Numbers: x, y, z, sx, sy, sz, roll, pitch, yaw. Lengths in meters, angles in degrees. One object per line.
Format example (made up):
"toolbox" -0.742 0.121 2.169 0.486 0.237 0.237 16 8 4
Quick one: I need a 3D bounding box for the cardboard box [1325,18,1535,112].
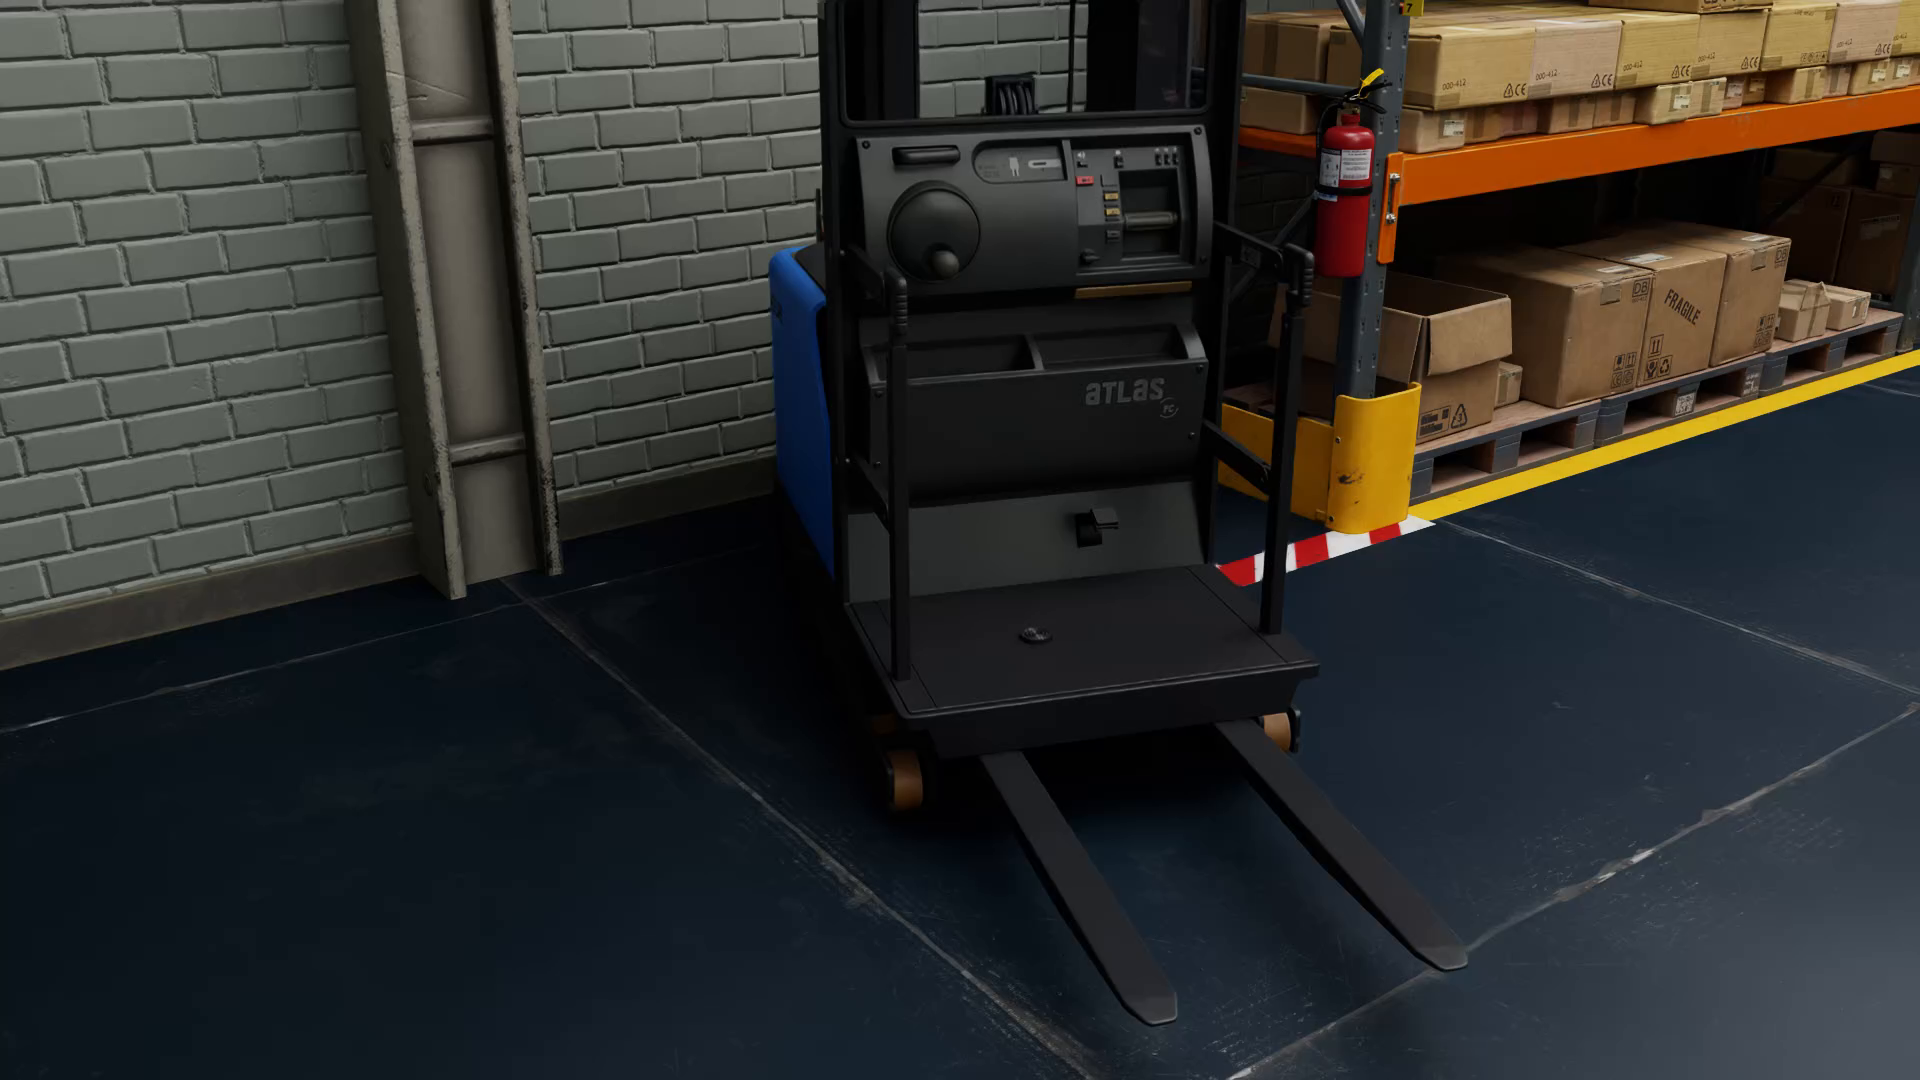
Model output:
"cardboard box" 1.654 -1.685 5.872 0.500 0.250 0.500 -15 26 -33

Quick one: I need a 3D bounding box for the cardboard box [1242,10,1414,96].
"cardboard box" 1.347 -1.847 6.279 0.500 0.250 0.500 -14 26 -31

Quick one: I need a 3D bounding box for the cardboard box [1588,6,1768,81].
"cardboard box" 2.876 -2.022 6.717 0.500 0.250 0.500 -16 27 -34

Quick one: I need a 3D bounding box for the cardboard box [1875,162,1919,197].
"cardboard box" 4.822 -1.798 8.285 0.250 0.149 0.380 -14 25 -30

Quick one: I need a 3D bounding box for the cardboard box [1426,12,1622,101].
"cardboard box" 2.063 -1.794 6.146 0.500 0.250 0.500 -15 26 -32

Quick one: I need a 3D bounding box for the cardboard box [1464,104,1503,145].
"cardboard box" 1.735 -1.540 6.047 0.250 0.149 0.380 -14 26 -32

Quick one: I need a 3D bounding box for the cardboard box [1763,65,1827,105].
"cardboard box" 3.449 -1.964 7.111 0.250 0.149 0.380 -15 26 -34

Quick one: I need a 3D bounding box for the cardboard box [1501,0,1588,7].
"cardboard box" 2.596 -2.177 7.106 0.500 0.250 0.500 -15 26 -33

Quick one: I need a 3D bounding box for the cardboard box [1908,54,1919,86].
"cardboard box" 4.264 -2.203 7.709 0.250 0.149 0.380 -15 26 -32

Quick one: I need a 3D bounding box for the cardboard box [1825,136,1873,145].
"cardboard box" 4.909 -2.080 8.993 0.250 0.149 0.380 -15 26 -32

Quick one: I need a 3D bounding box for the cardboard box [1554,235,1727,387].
"cardboard box" 2.885 -0.995 7.148 0.500 0.500 0.500 -14 26 -32

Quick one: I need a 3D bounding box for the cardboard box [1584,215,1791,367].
"cardboard box" 3.240 -1.135 7.500 0.500 0.500 0.700 -16 27 -35

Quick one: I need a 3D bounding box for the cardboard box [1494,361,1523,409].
"cardboard box" 2.048 -0.654 6.768 0.250 0.149 0.380 -16 27 -35

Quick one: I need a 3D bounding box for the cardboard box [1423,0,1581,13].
"cardboard box" 2.171 -2.064 6.823 0.500 0.250 0.500 -14 26 -31

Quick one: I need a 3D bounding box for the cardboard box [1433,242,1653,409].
"cardboard box" 2.397 -0.910 6.937 0.500 0.500 0.700 -14 26 -31

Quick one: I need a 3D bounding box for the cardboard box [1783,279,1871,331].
"cardboard box" 4.095 -1.127 7.953 0.250 0.149 0.380 -16 27 -34

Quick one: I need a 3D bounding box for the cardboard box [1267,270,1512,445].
"cardboard box" 1.680 -0.739 6.502 0.637 0.503 0.797 -16 27 -35

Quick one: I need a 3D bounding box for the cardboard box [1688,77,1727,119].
"cardboard box" 2.832 -1.798 6.694 0.250 0.149 0.380 -14 26 -32

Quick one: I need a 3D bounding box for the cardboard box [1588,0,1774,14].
"cardboard box" 2.872 -2.358 6.547 0.500 0.500 0.500 -14 26 -32

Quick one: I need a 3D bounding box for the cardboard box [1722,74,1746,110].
"cardboard box" 3.001 -1.875 6.886 0.250 0.149 0.380 -15 26 -33

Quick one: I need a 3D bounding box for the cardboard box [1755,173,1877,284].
"cardboard box" 4.601 -1.694 8.901 0.500 0.500 0.500 -15 26 -33

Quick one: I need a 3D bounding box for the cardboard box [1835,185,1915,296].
"cardboard box" 4.900 -1.536 8.504 0.500 0.500 0.500 -14 25 -31

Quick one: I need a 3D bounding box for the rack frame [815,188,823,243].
"rack frame" -0.452 -0.595 5.769 0.015 1.200 0.240 -6 23 -15

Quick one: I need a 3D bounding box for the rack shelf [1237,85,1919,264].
"rack shelf" 2.752 -1.698 7.075 4.000 0.370 1.077 -15 26 -33

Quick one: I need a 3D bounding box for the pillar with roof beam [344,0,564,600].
"pillar with roof beam" 0.928 -2.778 0.716 0.400 9.000 9.100 -15 26 -33

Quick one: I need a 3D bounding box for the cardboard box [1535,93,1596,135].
"cardboard box" 2.169 -1.644 6.307 0.250 0.149 0.380 -14 26 -31

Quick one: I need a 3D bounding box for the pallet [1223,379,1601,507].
"pallet" 1.837 -0.493 6.848 1.213 0.211 1.003 -15 26 -33

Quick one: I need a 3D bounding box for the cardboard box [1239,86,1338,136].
"cardboard box" 1.241 -1.635 6.285 0.250 0.149 0.380 -15 26 -33

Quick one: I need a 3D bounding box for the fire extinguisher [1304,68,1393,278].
"fire extinguisher" 1.279 -1.219 5.512 0.183 0.674 0.296 -15 26 -33

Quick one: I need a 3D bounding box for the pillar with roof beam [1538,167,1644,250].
"pillar with roof beam" 5.798 -4.077 3.971 0.400 9.000 9.100 -15 26 -33

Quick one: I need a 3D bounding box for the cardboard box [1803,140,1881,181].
"cardboard box" 4.716 -2.025 8.855 0.250 0.149 0.380 -15 26 -33

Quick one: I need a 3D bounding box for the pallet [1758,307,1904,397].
"pallet" 3.818 -1.021 8.171 1.213 0.211 1.003 -15 26 -33

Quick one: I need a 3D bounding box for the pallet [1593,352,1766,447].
"pallet" 2.826 -0.756 7.506 1.213 0.211 1.003 -15 26 -33

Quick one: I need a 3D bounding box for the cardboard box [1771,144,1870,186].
"cardboard box" 4.506 -1.967 8.708 0.250 0.149 0.380 -16 27 -35

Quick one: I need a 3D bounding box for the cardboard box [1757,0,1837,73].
"cardboard box" 3.294 -2.133 6.995 0.500 0.250 0.500 -15 26 -33

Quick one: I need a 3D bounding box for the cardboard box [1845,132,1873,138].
"cardboard box" 5.101 -2.144 9.152 0.250 0.149 0.380 -16 27 -35

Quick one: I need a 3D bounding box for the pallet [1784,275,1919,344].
"pallet" 5.014 -1.357 9.013 1.213 0.211 1.003 -15 26 -33

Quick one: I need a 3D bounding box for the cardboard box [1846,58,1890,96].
"cardboard box" 3.869 -2.077 7.393 0.250 0.149 0.380 -14 26 -31

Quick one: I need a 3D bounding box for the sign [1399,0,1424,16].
"sign" 1.446 -1.838 5.287 0.005 0.325 0.100 -15 26 -33

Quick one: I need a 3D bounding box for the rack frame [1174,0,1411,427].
"rack frame" 1.129 -1.599 5.856 0.127 3.000 1.000 -15 26 -33

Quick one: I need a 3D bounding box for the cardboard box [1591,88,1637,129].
"cardboard box" 2.381 -1.703 6.455 0.250 0.149 0.380 -14 26 -32

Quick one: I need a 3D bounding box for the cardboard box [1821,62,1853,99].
"cardboard box" 3.640 -2.028 7.271 0.250 0.149 0.380 -14 26 -31

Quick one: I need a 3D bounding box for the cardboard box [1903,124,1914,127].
"cardboard box" 5.532 -2.260 9.443 0.250 0.149 0.380 -14 26 -32

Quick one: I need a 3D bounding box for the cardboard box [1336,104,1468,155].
"cardboard box" 1.556 -1.471 5.875 0.250 0.149 0.380 -15 26 -33

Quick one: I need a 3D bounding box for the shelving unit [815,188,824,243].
"shelving unit" -0.218 -0.620 5.832 0.503 1.200 0.258 -6 23 -15

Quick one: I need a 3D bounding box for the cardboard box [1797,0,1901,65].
"cardboard box" 3.707 -2.237 7.256 0.500 0.250 0.500 -15 26 -33

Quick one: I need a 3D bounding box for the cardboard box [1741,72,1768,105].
"cardboard box" 3.174 -1.942 7.055 0.250 0.149 0.380 -14 26 -32

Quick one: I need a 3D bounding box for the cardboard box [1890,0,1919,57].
"cardboard box" 4.105 -2.350 7.539 0.500 0.250 0.500 -14 26 -32

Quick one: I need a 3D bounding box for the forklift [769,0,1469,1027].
"forklift" 0.259 -0.836 4.036 1.130 2.935 3.031 -6 23 -15

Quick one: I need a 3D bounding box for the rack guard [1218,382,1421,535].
"rack guard" 1.190 -0.455 6.361 0.348 0.500 1.175 -15 26 -33

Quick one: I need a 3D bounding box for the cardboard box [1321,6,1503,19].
"cardboard box" 1.766 -1.958 6.558 0.500 0.250 0.500 -15 26 -33

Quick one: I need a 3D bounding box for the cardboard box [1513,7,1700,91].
"cardboard box" 2.473 -1.905 6.423 0.500 0.250 0.500 -16 26 -34

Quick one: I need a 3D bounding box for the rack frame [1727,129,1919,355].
"rack frame" 4.376 -2.465 8.026 0.127 3.000 1.000 -15 26 -33

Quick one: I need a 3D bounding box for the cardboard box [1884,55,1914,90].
"cardboard box" 4.066 -2.140 7.552 0.250 0.149 0.380 -14 26 -31

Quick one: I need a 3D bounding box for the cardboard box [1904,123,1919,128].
"cardboard box" 5.005 -2.007 8.407 0.250 0.149 0.380 -16 27 -35

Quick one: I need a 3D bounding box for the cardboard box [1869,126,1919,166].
"cardboard box" 4.787 -1.954 8.276 0.250 0.149 0.380 -15 26 -34

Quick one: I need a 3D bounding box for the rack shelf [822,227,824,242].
"rack shelf" -0.218 -0.985 5.687 0.480 0.148 0.258 -6 23 -15

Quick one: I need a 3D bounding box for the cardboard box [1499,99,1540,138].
"cardboard box" 1.928 -1.607 6.216 0.250 0.149 0.380 -15 26 -34

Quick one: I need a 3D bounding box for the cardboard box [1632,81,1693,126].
"cardboard box" 2.630 -1.735 6.536 0.250 0.149 0.380 -16 27 -34

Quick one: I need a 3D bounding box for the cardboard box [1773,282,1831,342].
"cardboard box" 3.805 -1.104 7.738 0.258 0.266 0.396 -14 26 -31
